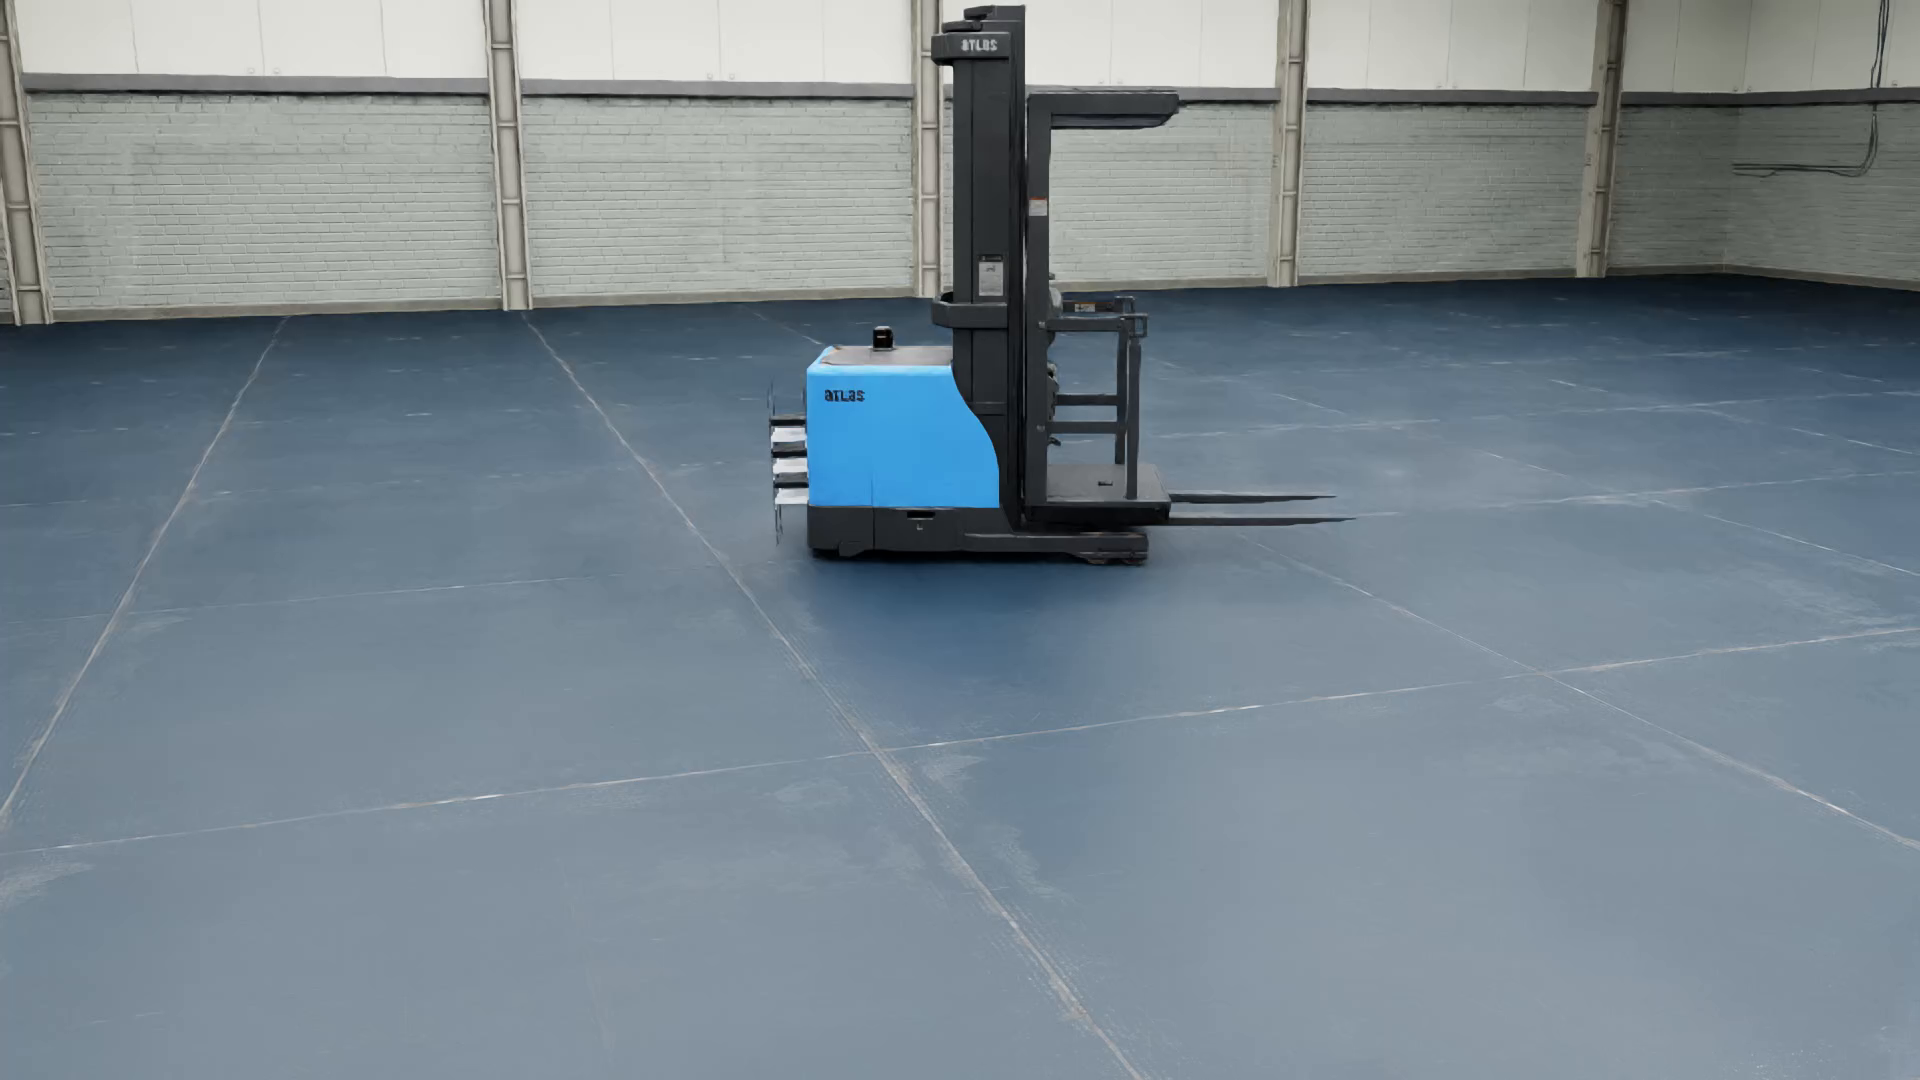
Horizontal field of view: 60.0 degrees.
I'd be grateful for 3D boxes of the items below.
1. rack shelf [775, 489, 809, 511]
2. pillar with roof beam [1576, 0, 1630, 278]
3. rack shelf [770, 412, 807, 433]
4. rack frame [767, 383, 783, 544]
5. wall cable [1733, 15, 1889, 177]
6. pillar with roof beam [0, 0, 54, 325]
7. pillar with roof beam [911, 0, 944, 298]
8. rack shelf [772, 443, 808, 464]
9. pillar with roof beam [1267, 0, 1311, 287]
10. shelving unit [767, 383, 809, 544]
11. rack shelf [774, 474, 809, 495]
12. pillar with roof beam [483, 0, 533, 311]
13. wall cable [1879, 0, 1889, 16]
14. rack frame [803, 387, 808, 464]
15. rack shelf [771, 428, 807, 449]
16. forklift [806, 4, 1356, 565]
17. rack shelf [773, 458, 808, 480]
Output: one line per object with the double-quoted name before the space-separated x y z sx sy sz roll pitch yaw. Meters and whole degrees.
"rack shelf" -0.954 -0.236 9.595 0.200 0.077 0.258 -2 13 1
"pillar with roof beam" 12.267 -7.980 23.745 0.400 9.000 9.100 -4 14 -18
"rack shelf" -0.971 -0.674 9.491 0.200 0.077 0.258 -2 13 1
"rack frame" -1.063 -0.440 9.547 0.006 0.900 0.240 -2 13 1
"wall cable" 14.108 -7.341 27.768 0.112 2.526 3.097 -4 14 -18
"pillar with roof beam" -10.479 -6.209 16.298 0.400 9.000 9.100 -4 14 -18
"pillar with roof beam" 0.894 -7.094 20.021 0.400 9.000 9.100 -4 14 -18
"rack shelf" -0.964 -0.499 9.533 0.200 0.077 0.258 -2 13 1
"pillar with roof beam" 6.581 -7.537 21.883 0.400 9.000 9.100 -4 14 -18
"shelving unit" -0.962 -0.443 9.546 0.210 0.900 0.258 -2 13 1
"rack shelf" -0.957 -0.324 9.574 0.200 0.077 0.258 -2 13 1
"pillar with roof beam" -4.793 -6.651 18.160 0.400 9.000 9.100 -4 14 -18
"wall cable" 14.971 -9.204 24.689 0.112 2.526 3.097 -4 14 -18
"rack frame" -0.860 -0.447 9.544 0.006 0.900 0.240 -2 13 1
"rack shelf" -0.967 -0.586 9.512 0.200 0.077 0.258 -2 13 1
"forklift" 0.682 -1.415 9.259 3.031 2.935 1.130 0 13 2
"rack shelf" -0.960 -0.411 9.553 0.200 0.077 0.258 -2 13 1
